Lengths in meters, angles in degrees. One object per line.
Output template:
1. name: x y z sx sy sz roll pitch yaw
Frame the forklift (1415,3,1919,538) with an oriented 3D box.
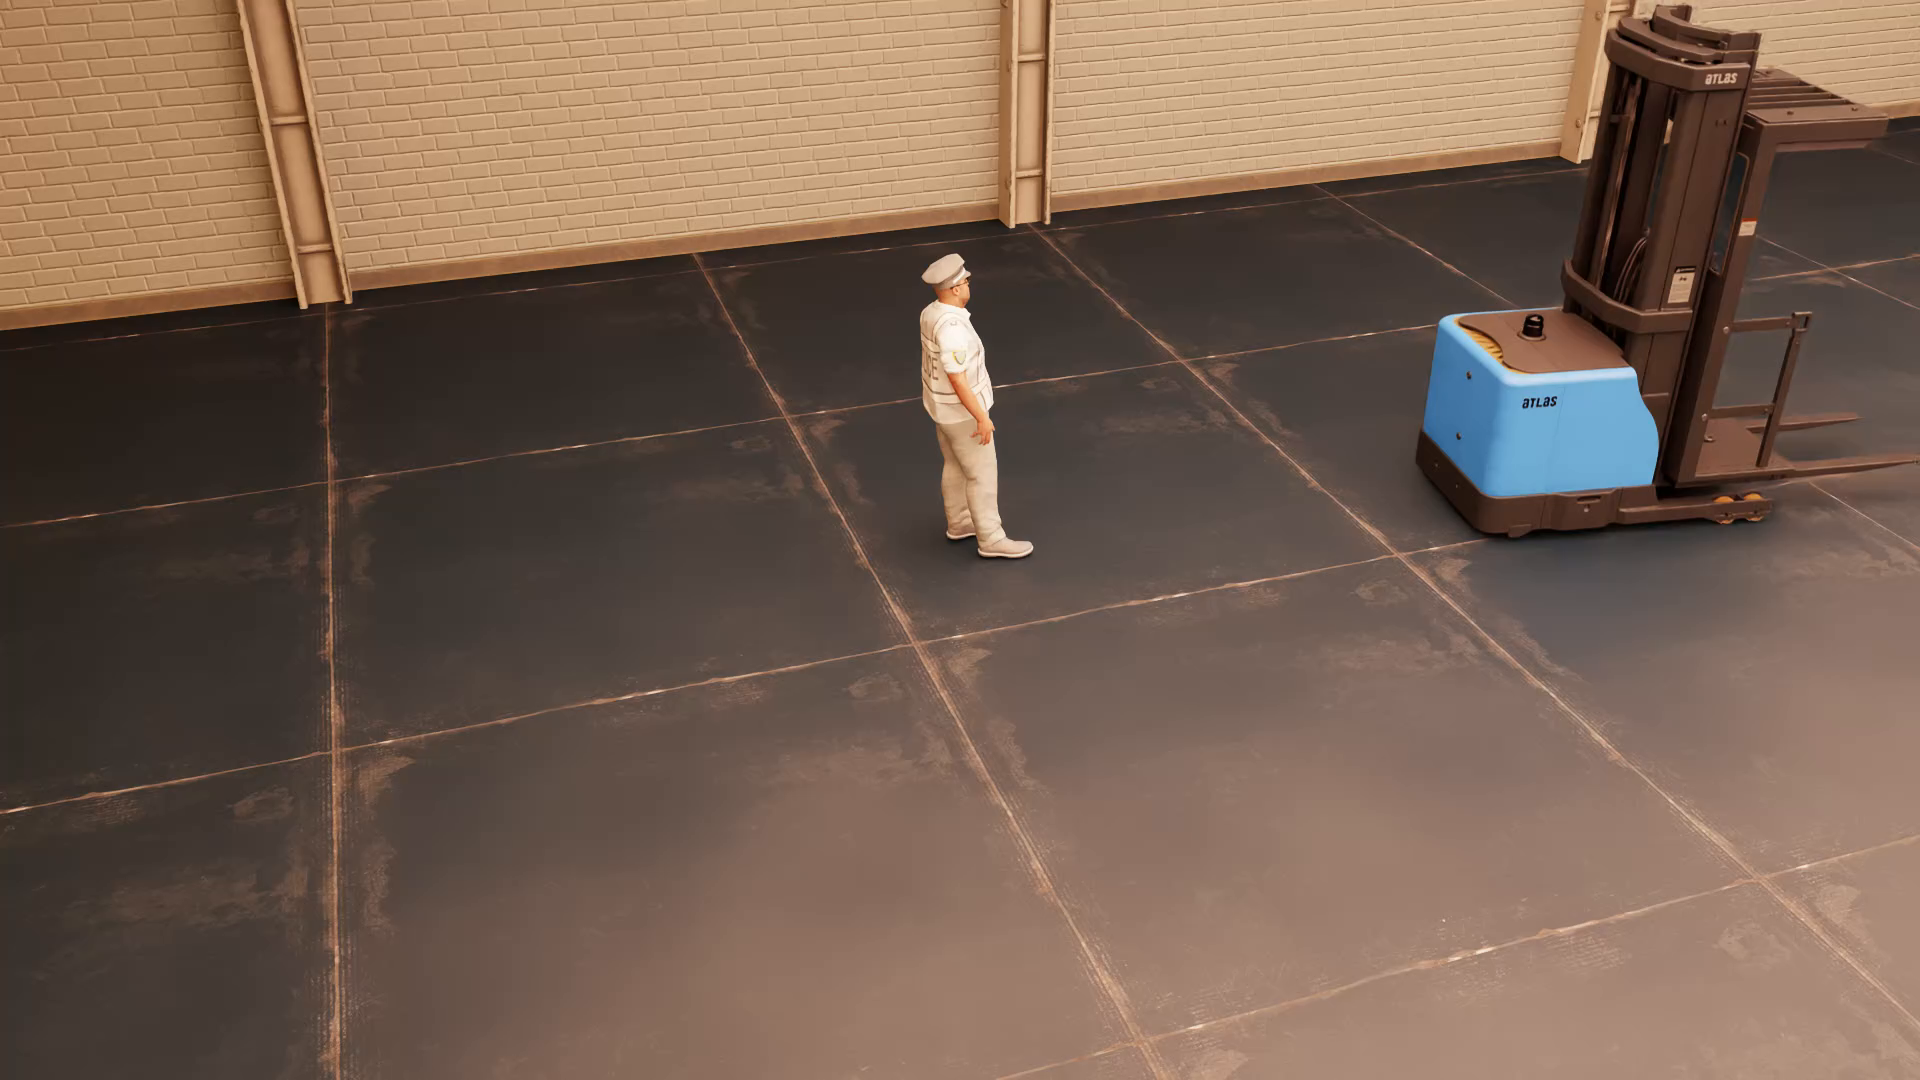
1. forklift: 4.512 -1.624 9.909 3.031 2.935 1.130 -5 30 -8

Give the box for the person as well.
1. person: 0.077 -0.785 9.589 0.575 1.781 0.640 -10 31 -16
